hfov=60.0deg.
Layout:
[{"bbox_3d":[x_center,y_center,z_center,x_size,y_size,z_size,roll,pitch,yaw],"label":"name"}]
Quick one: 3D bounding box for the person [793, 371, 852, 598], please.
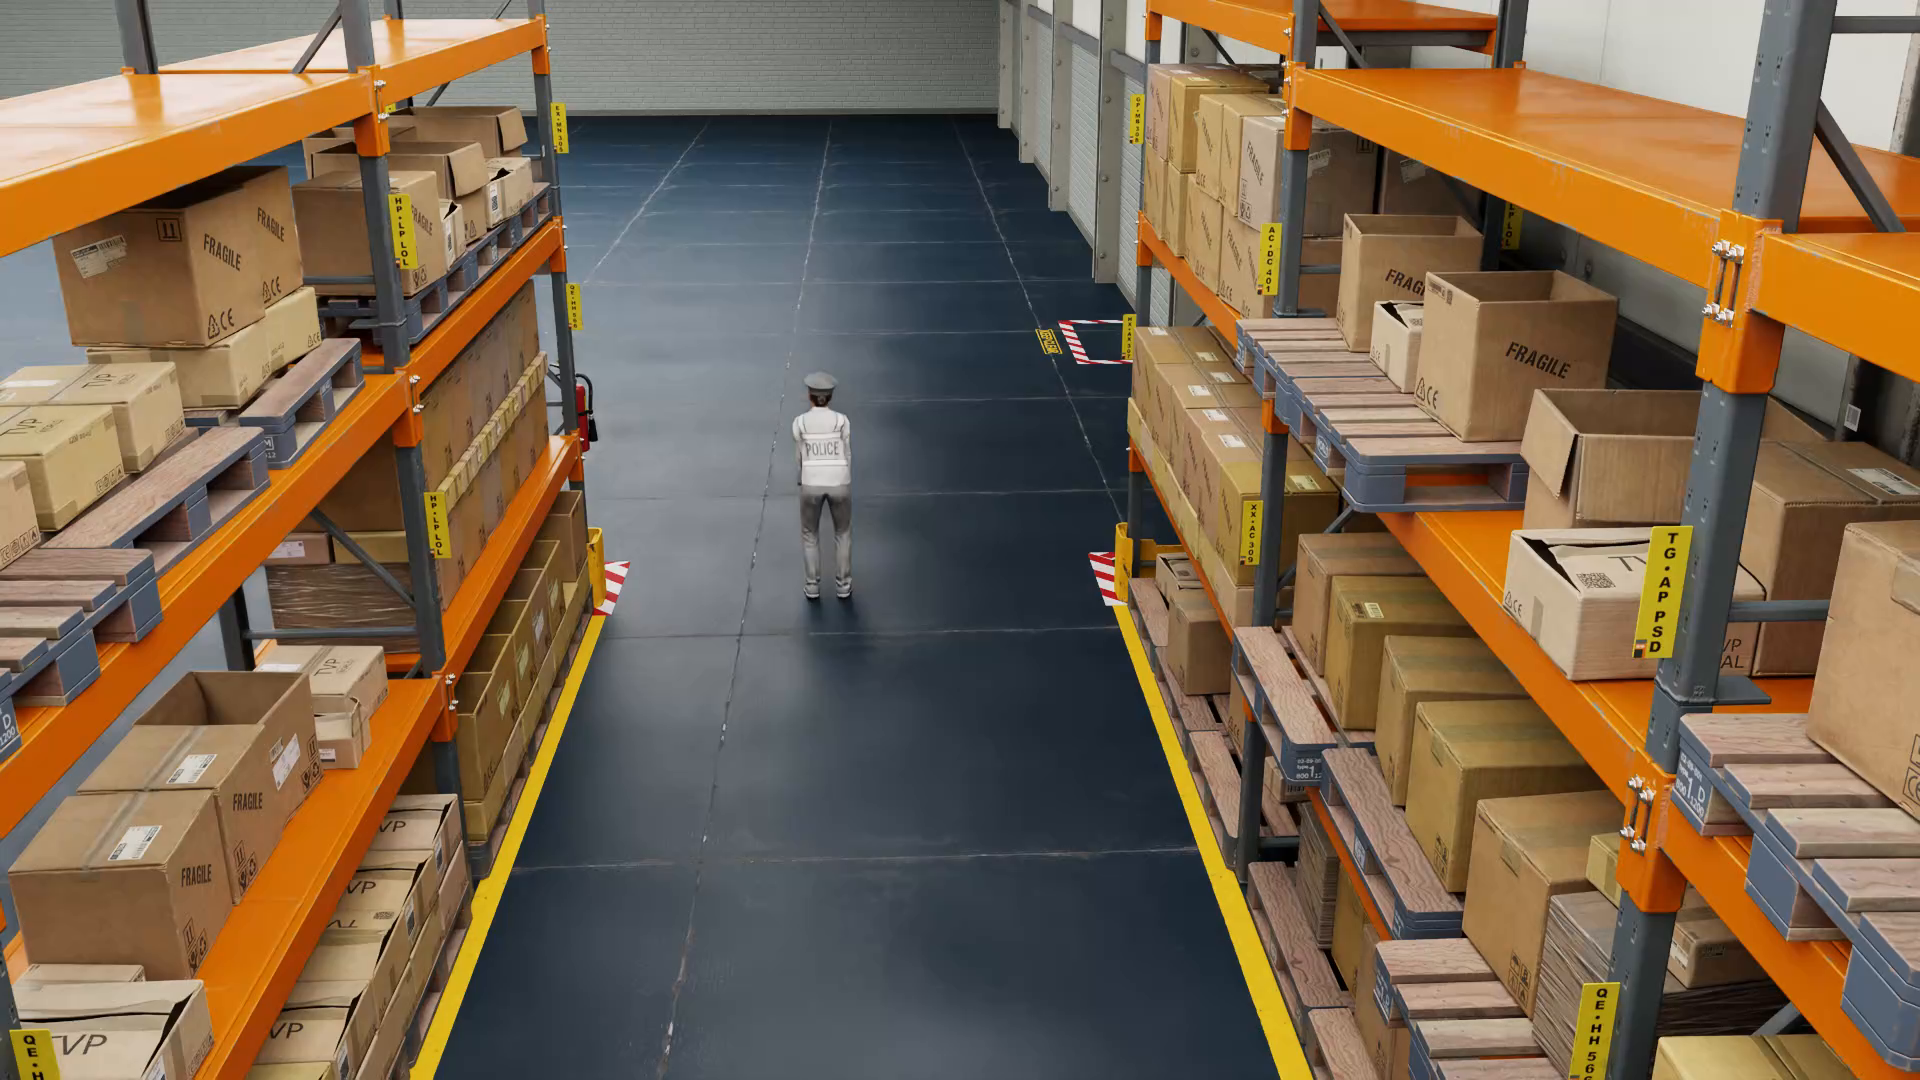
[{"bbox_3d":[-1.000,-0.405,12.171,0.415,1.665,0.542,-1,21,-4],"label":"person"}]
